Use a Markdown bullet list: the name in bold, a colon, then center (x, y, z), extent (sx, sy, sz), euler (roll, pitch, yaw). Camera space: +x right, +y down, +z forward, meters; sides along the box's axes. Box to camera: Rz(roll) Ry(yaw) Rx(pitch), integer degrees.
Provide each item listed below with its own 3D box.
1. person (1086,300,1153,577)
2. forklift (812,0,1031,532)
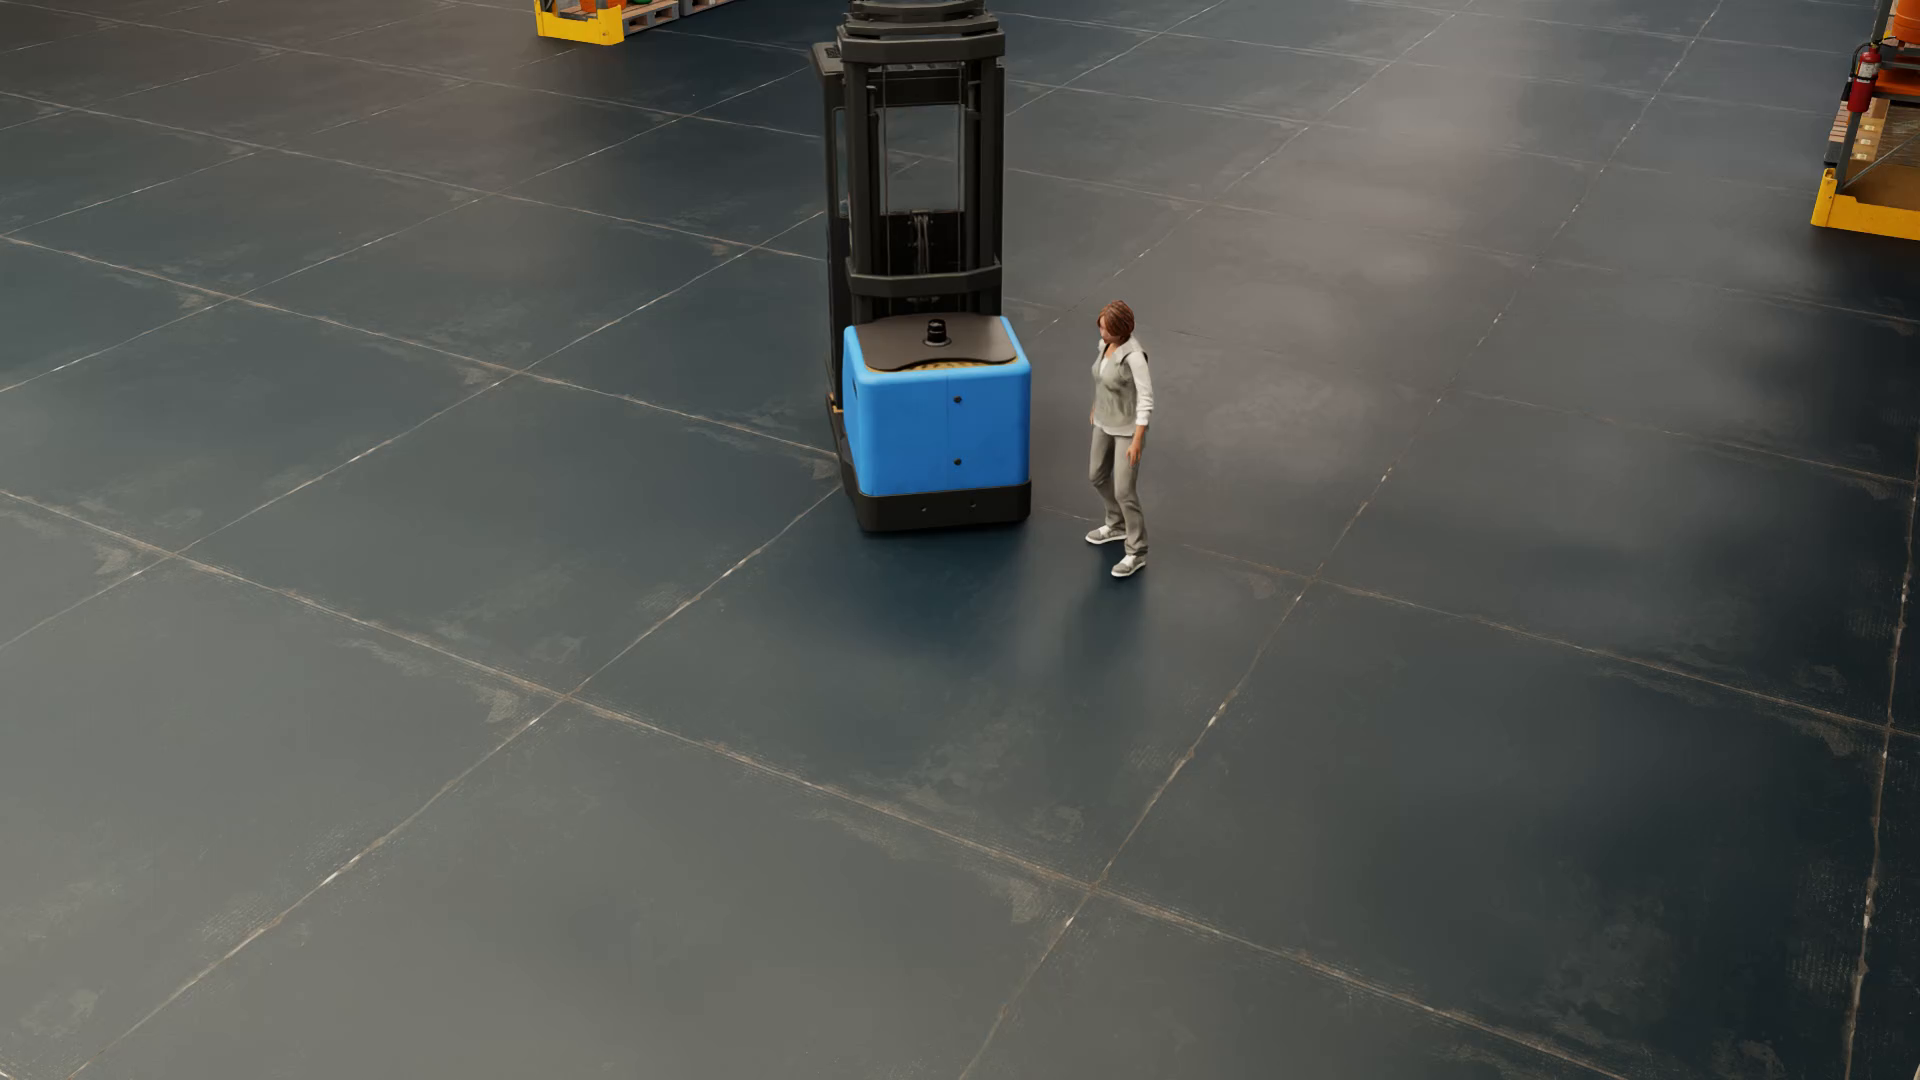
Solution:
- **person**: center (0.907, -0.627, 9.524), extent (0.357, 1.570, 0.650), euler (-15, 33, -24)
- **forklift**: center (-0.319, -2.036, 10.599), extent (1.130, 2.935, 3.031), euler (-5, 30, -8)
